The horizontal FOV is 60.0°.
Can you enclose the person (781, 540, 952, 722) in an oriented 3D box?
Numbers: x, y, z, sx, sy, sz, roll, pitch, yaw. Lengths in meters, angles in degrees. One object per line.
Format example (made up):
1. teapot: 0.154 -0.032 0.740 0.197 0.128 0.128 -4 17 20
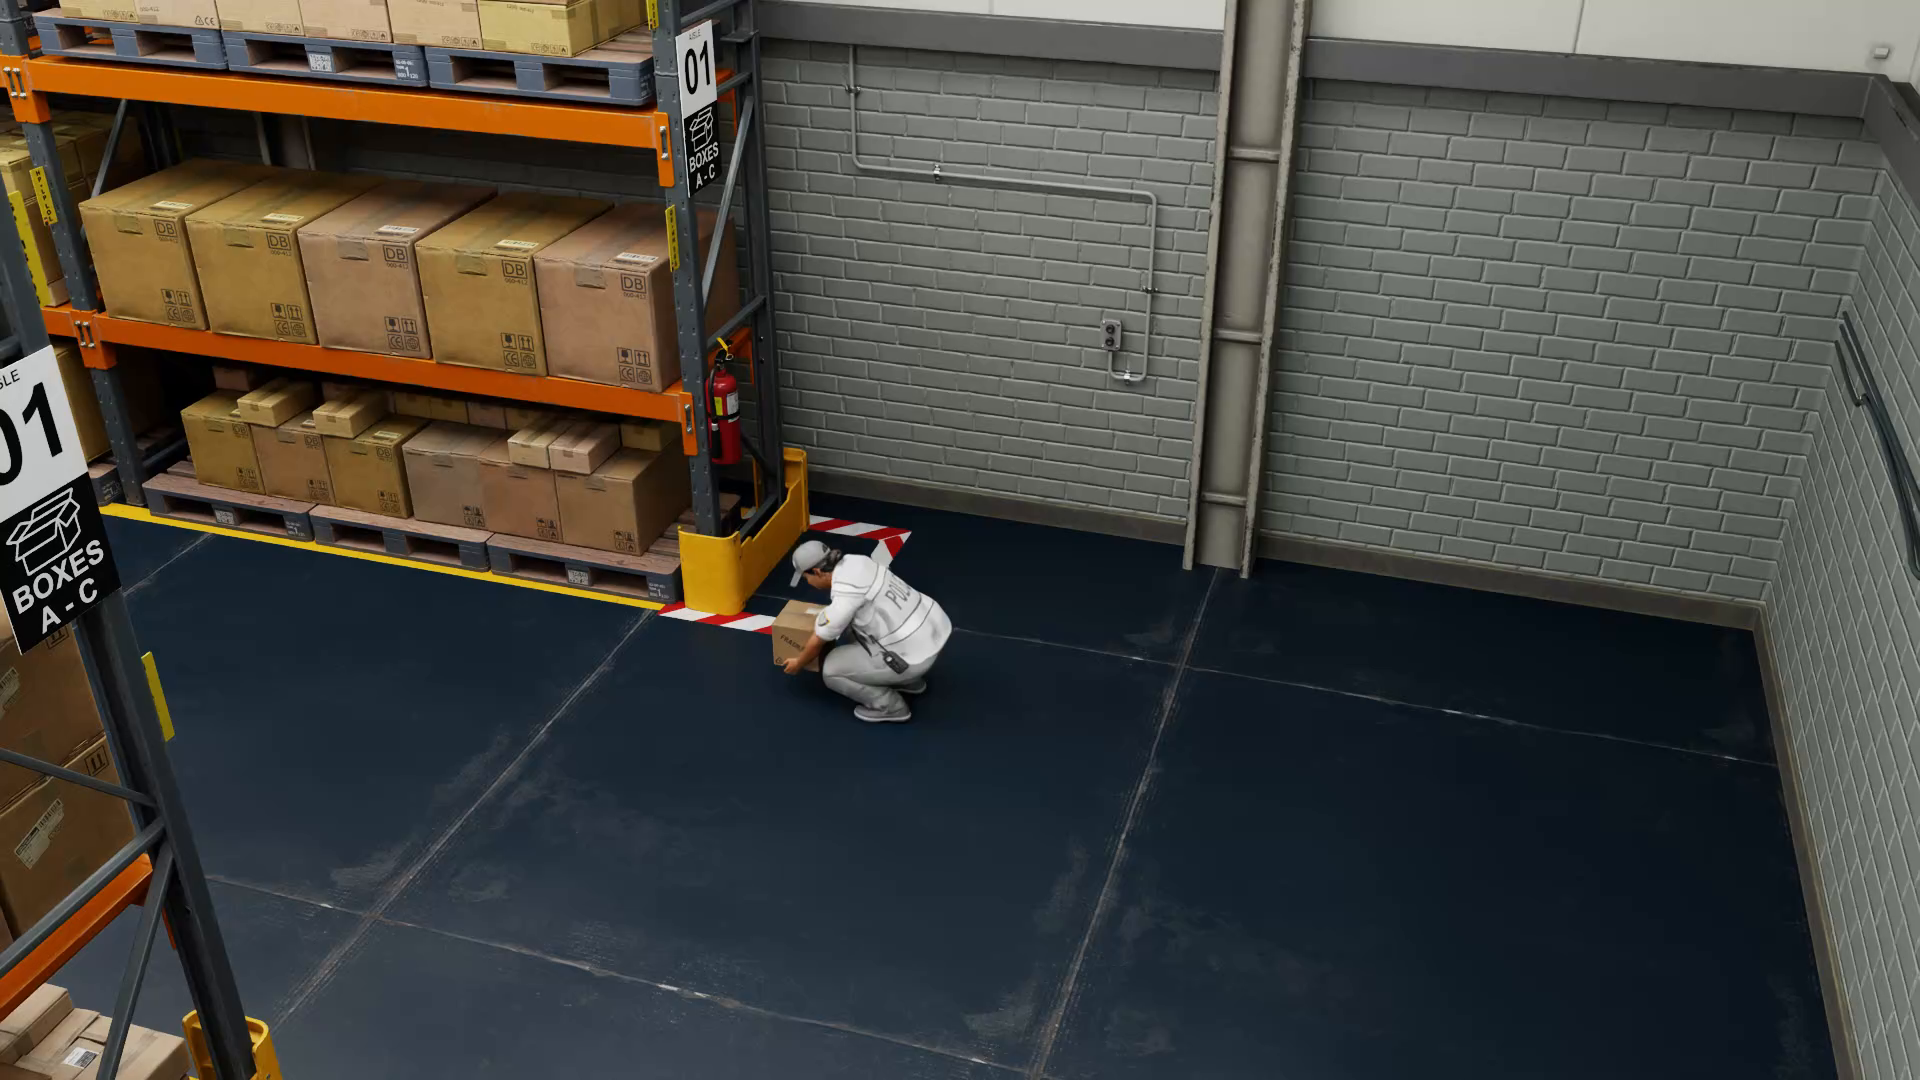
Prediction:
1. person: -0.479 0.433 8.488 0.849 0.934 0.529 9 31 15
